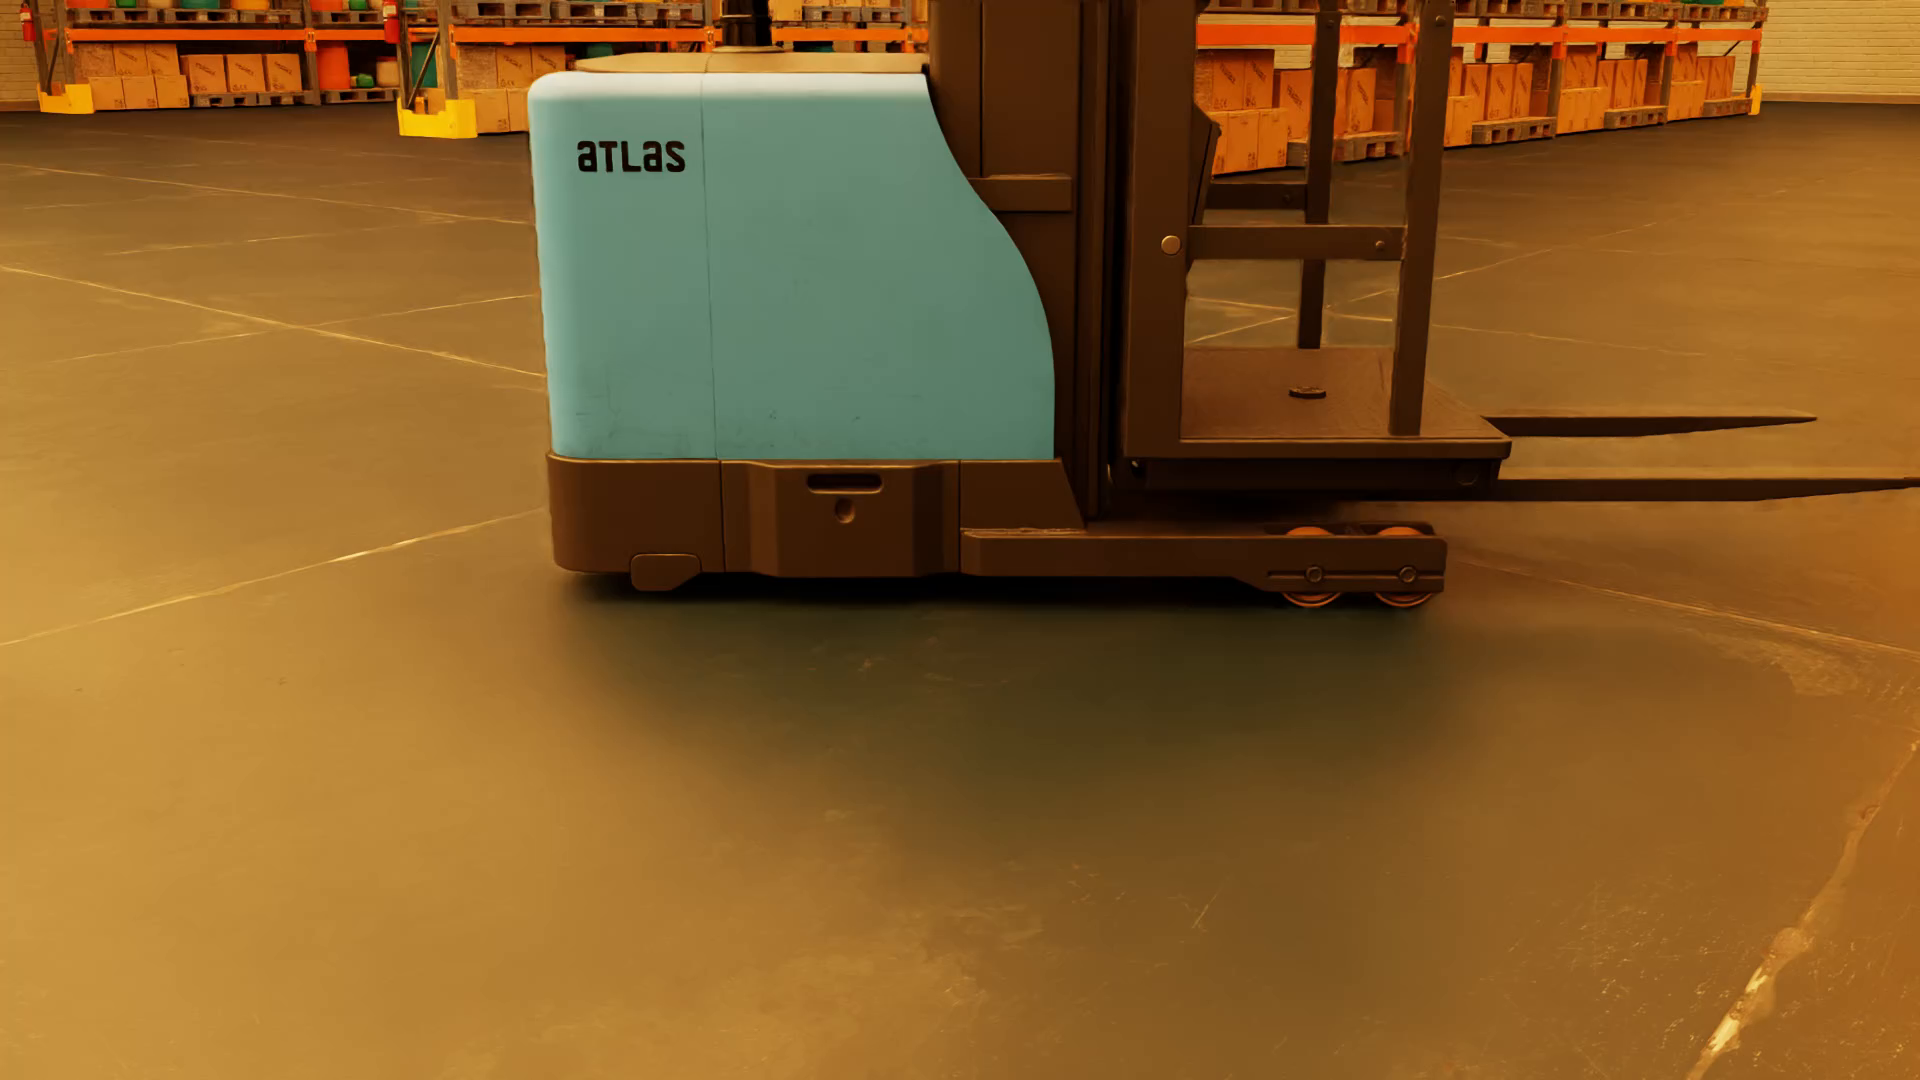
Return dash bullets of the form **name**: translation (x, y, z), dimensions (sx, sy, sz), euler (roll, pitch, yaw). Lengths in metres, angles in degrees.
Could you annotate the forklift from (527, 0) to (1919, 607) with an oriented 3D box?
- **forklift**: translation (0.646, -1.417, 3.564), dimensions (3.031, 2.935, 1.130), euler (0, 17, 0)
